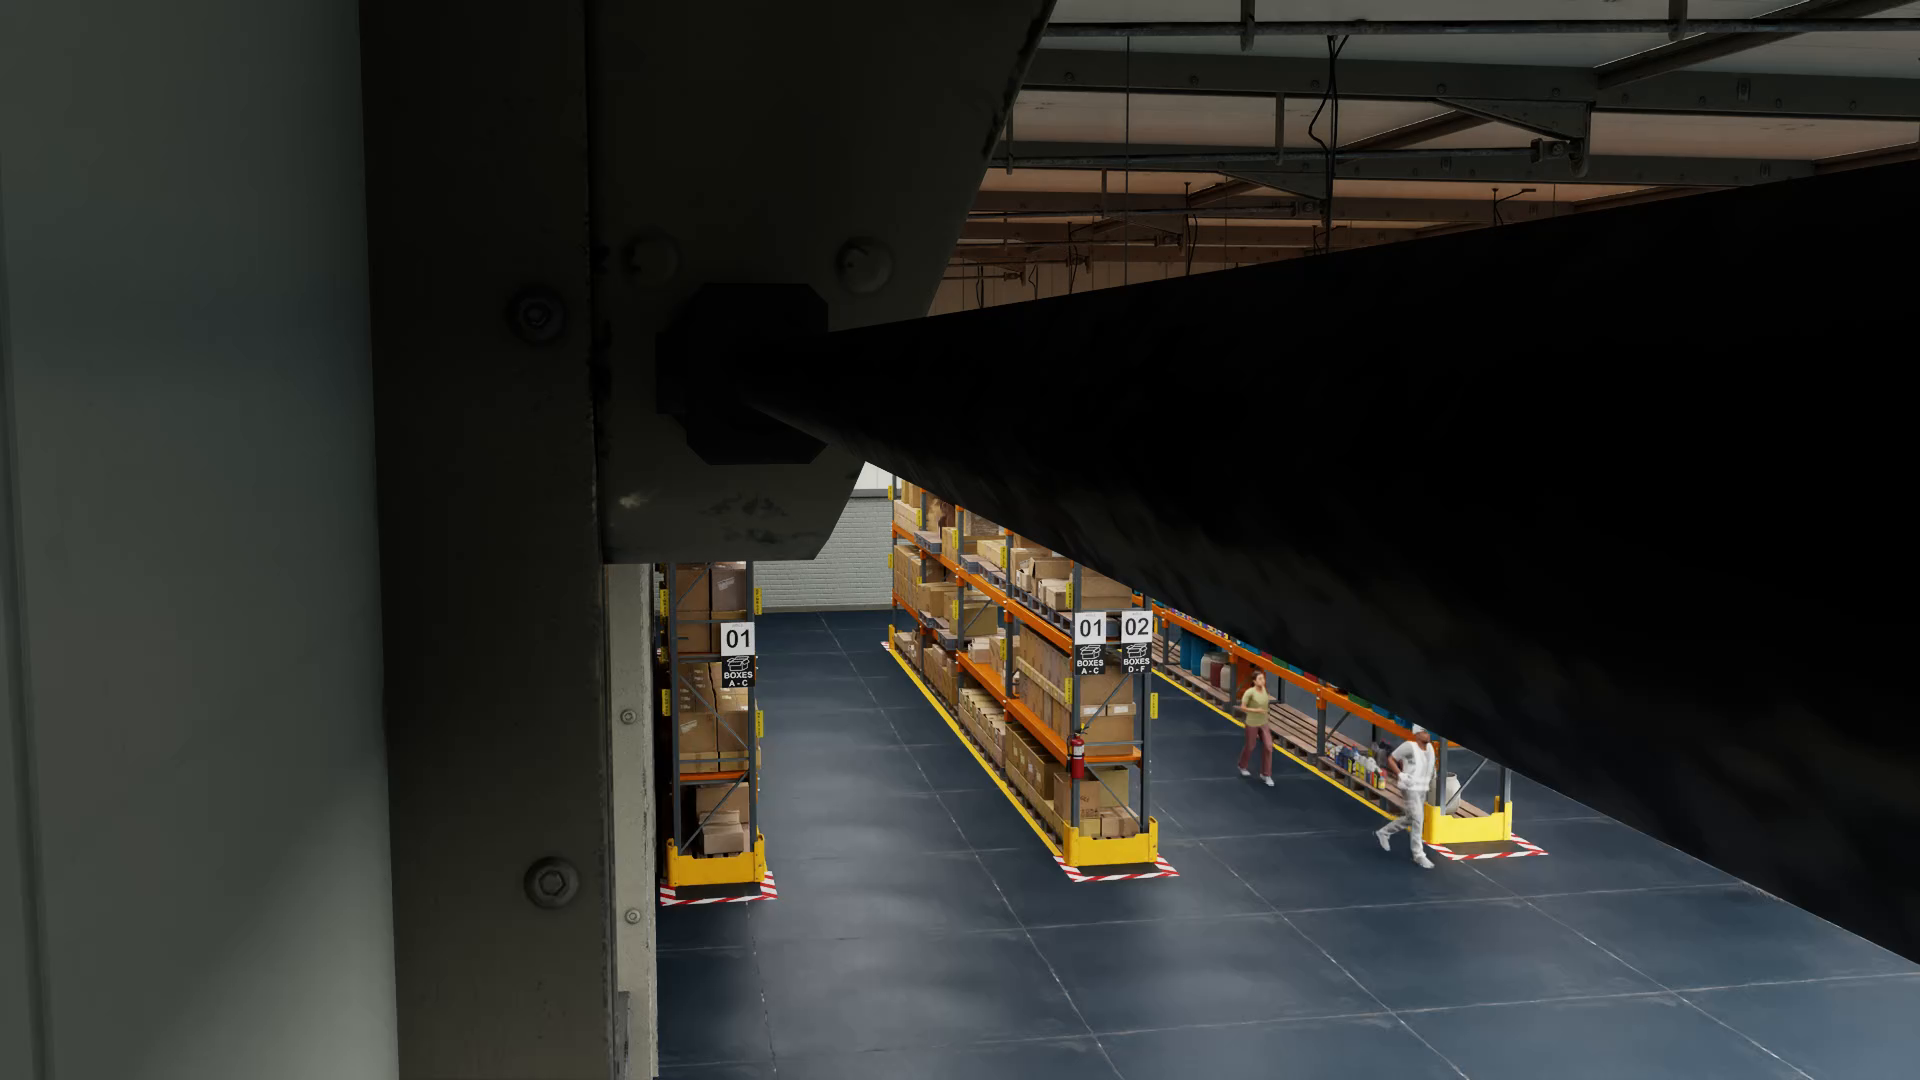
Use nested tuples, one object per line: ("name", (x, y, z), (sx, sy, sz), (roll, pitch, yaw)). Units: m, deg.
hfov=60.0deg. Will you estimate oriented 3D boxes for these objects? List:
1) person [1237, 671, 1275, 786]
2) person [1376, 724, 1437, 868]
("person", (4.426, 2.804, 25.006), (0.563, 1.714, 0.785), (-3, 7, -24))
("person", (5.787, 3.179, 21.180), (0.715, 1.772, 0.926), (-5, 8, -38))
